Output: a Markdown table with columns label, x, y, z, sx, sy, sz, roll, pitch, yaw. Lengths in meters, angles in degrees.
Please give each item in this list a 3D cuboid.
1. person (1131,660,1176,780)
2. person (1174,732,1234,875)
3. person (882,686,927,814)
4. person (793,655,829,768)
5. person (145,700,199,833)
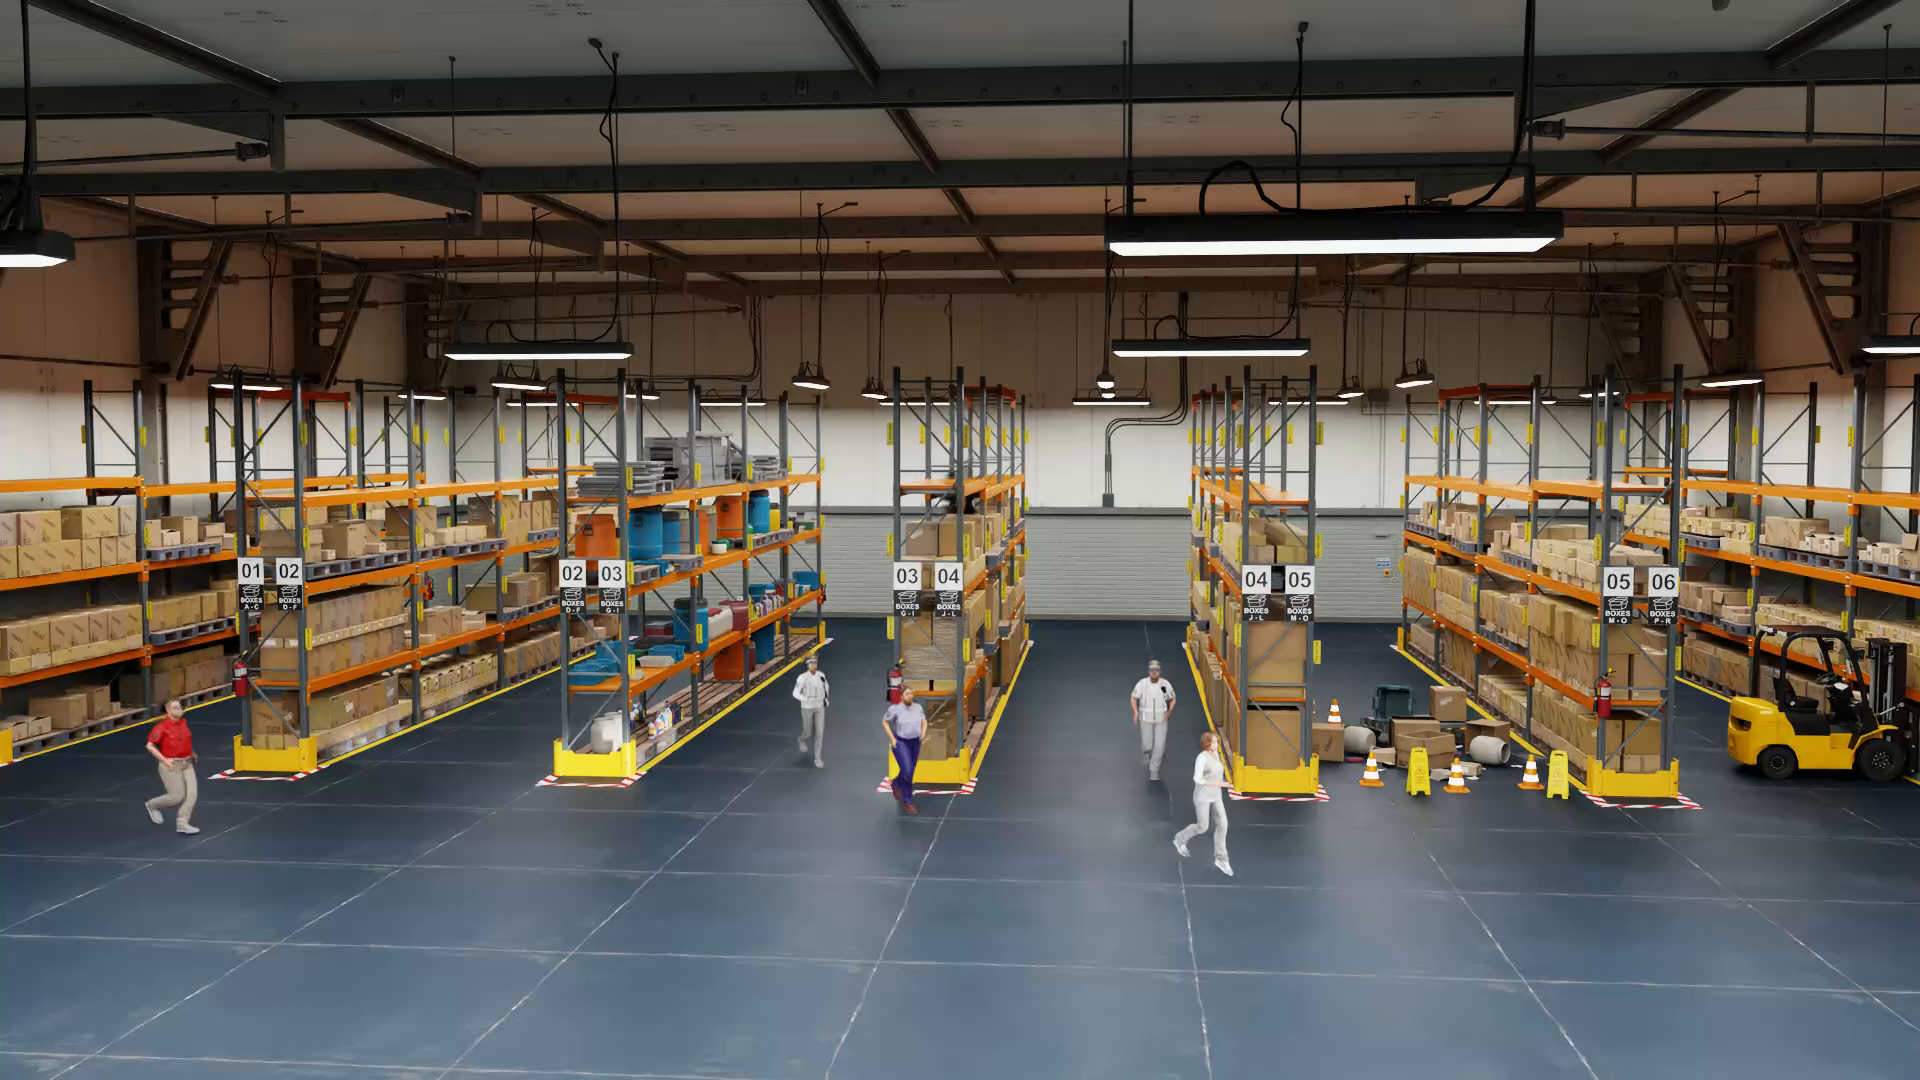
| label | x | y | z | sx | sy | sz | roll | pitch | yaw |
| --- | --- | --- | --- | --- | --- | --- | --- | --- | --- |
| person | 2.850 | 2.625 | 24.461 | 0.667 | 1.744 | 0.599 | 0 | 4 | 2 |
| person | 2.822 | 3.023 | 19.250 | 0.826 | 1.641 | 0.569 | 3 | 5 | 41 |
| person | -0.739 | 2.804 | 22.424 | 0.603 | 1.664 | 0.814 | -2 | 4 | -33 |
| person | -2.247 | 2.588 | 25.437 | 0.617 | 1.700 | 0.822 | -1 | 4 | -23 |
| person | -9.925 | 2.853 | 20.997 | 0.706 | 1.681 | 0.680 | 1 | 4 | 17 |
